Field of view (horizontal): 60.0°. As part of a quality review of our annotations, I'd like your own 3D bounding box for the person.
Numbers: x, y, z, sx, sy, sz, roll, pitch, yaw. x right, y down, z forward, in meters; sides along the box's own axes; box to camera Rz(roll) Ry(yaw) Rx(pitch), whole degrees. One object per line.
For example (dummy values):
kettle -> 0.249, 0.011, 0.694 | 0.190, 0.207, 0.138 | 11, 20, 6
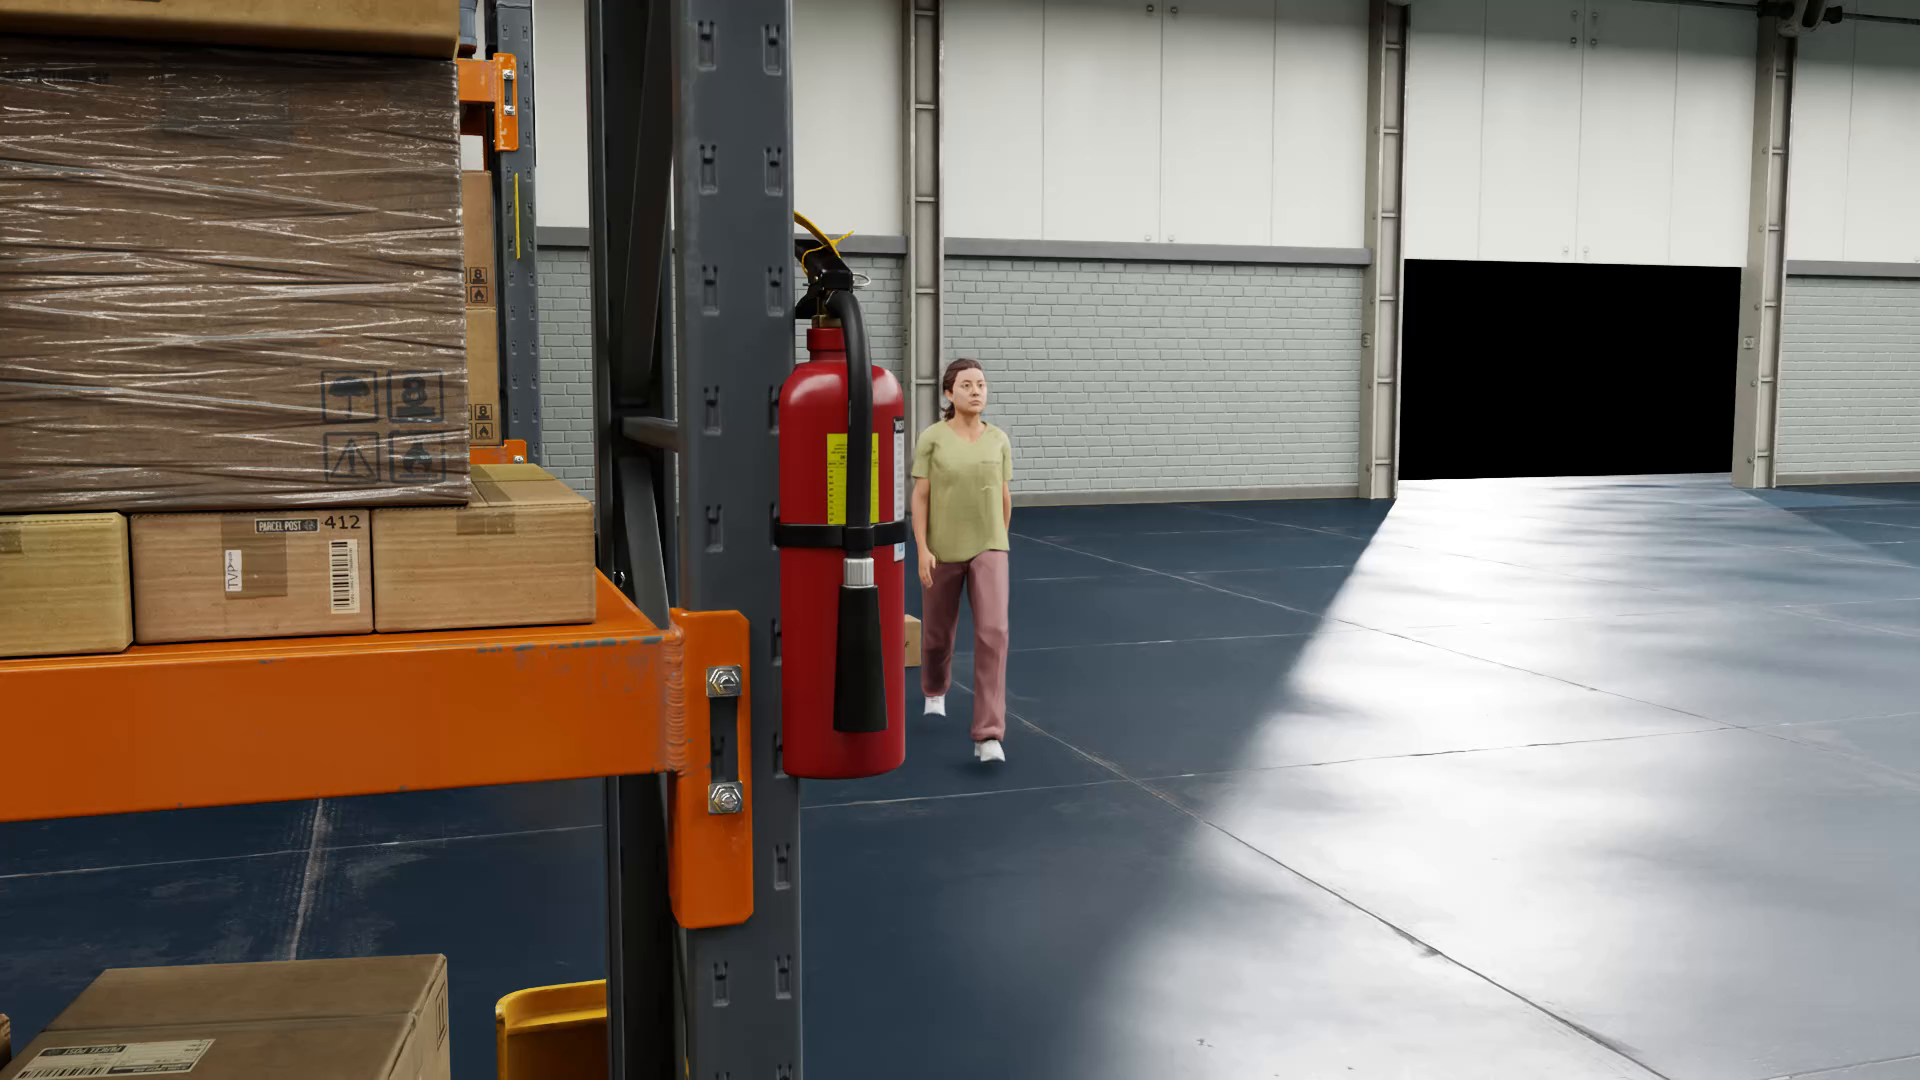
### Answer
person -> 0.013, 0.056, 6.958 | 0.442, 1.624, 1.002 | -1, 6, -7
